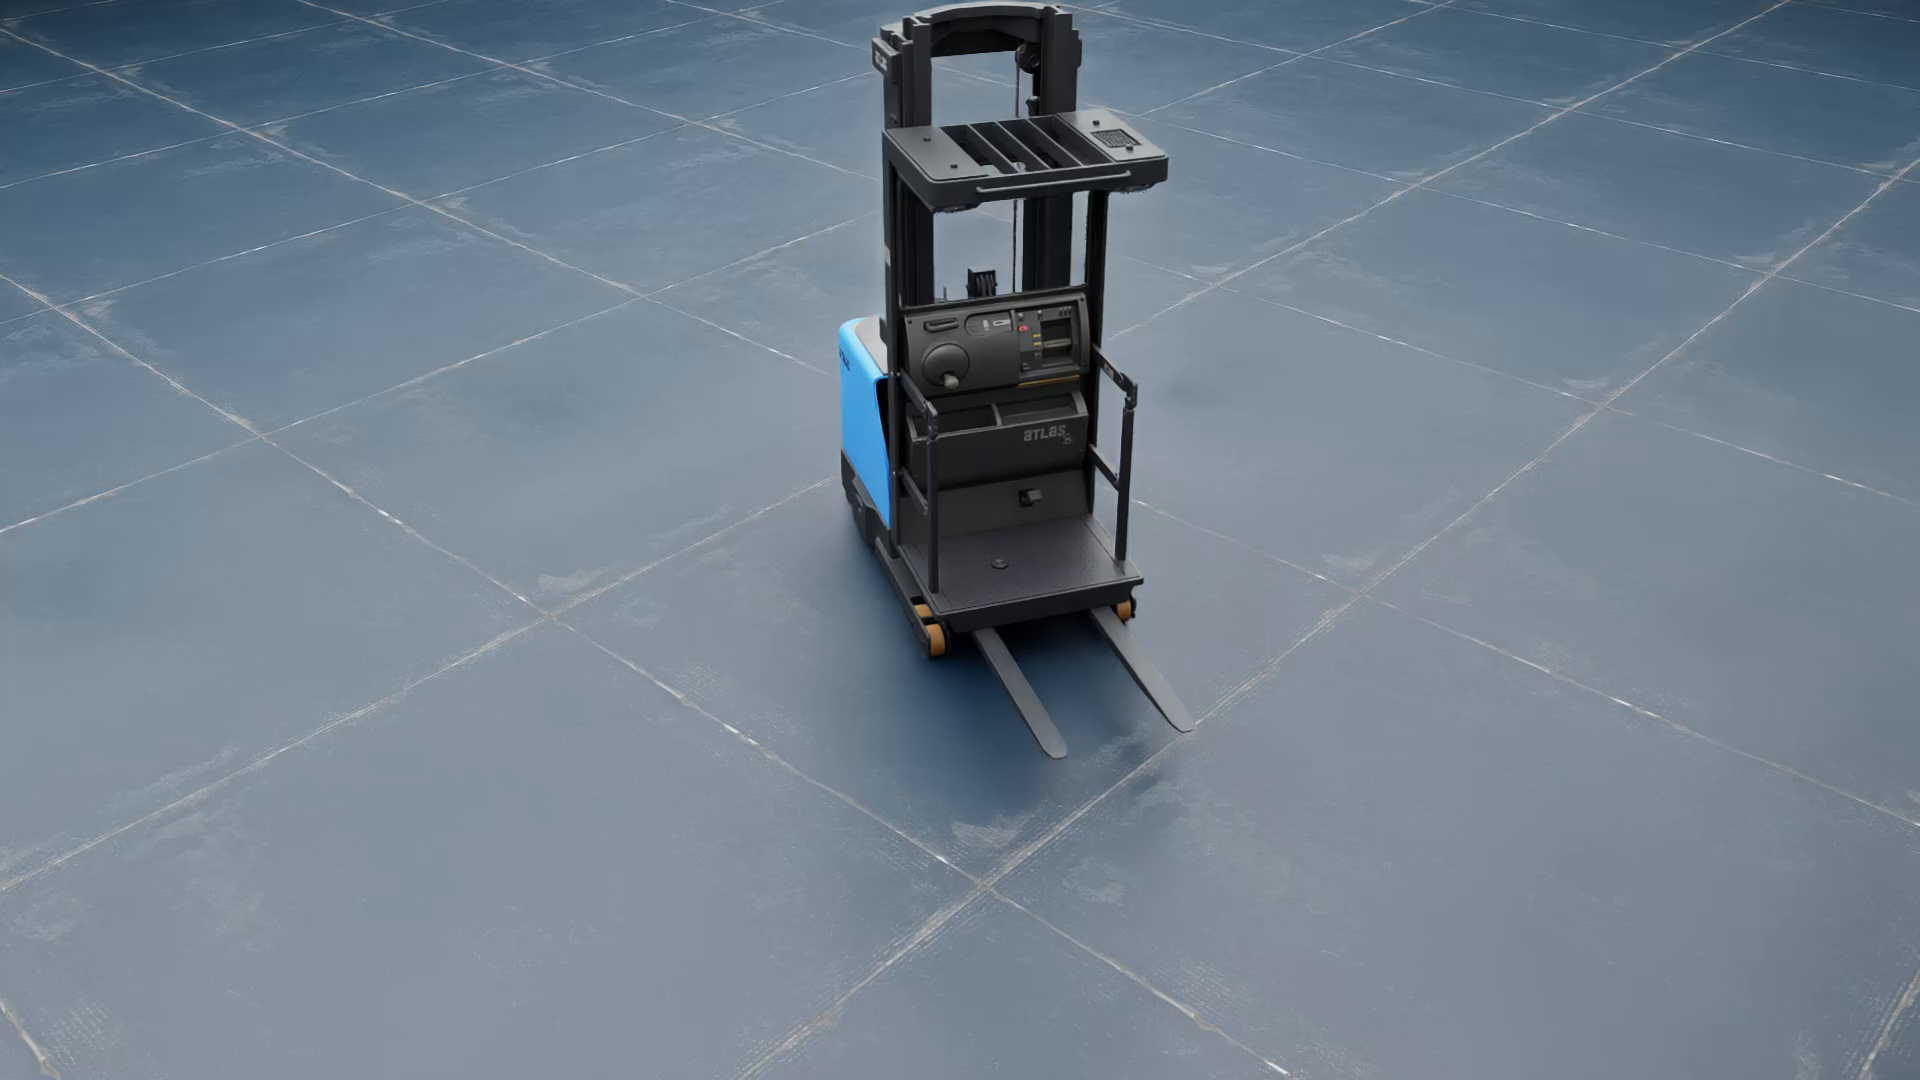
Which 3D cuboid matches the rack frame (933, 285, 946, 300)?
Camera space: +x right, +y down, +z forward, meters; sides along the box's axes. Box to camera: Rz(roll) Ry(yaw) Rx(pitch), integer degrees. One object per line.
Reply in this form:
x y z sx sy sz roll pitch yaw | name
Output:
-0.173 -1.006 9.903 0.200 1.050 0.008 -8 29 -13 | rack frame

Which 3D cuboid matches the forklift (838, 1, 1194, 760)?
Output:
0.256 -0.907 7.915 1.130 2.935 3.031 -10 32 -16 | forklift

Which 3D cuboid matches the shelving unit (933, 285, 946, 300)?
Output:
-0.141 -0.951 9.799 0.215 1.050 0.252 -8 29 -13 | shelving unit
